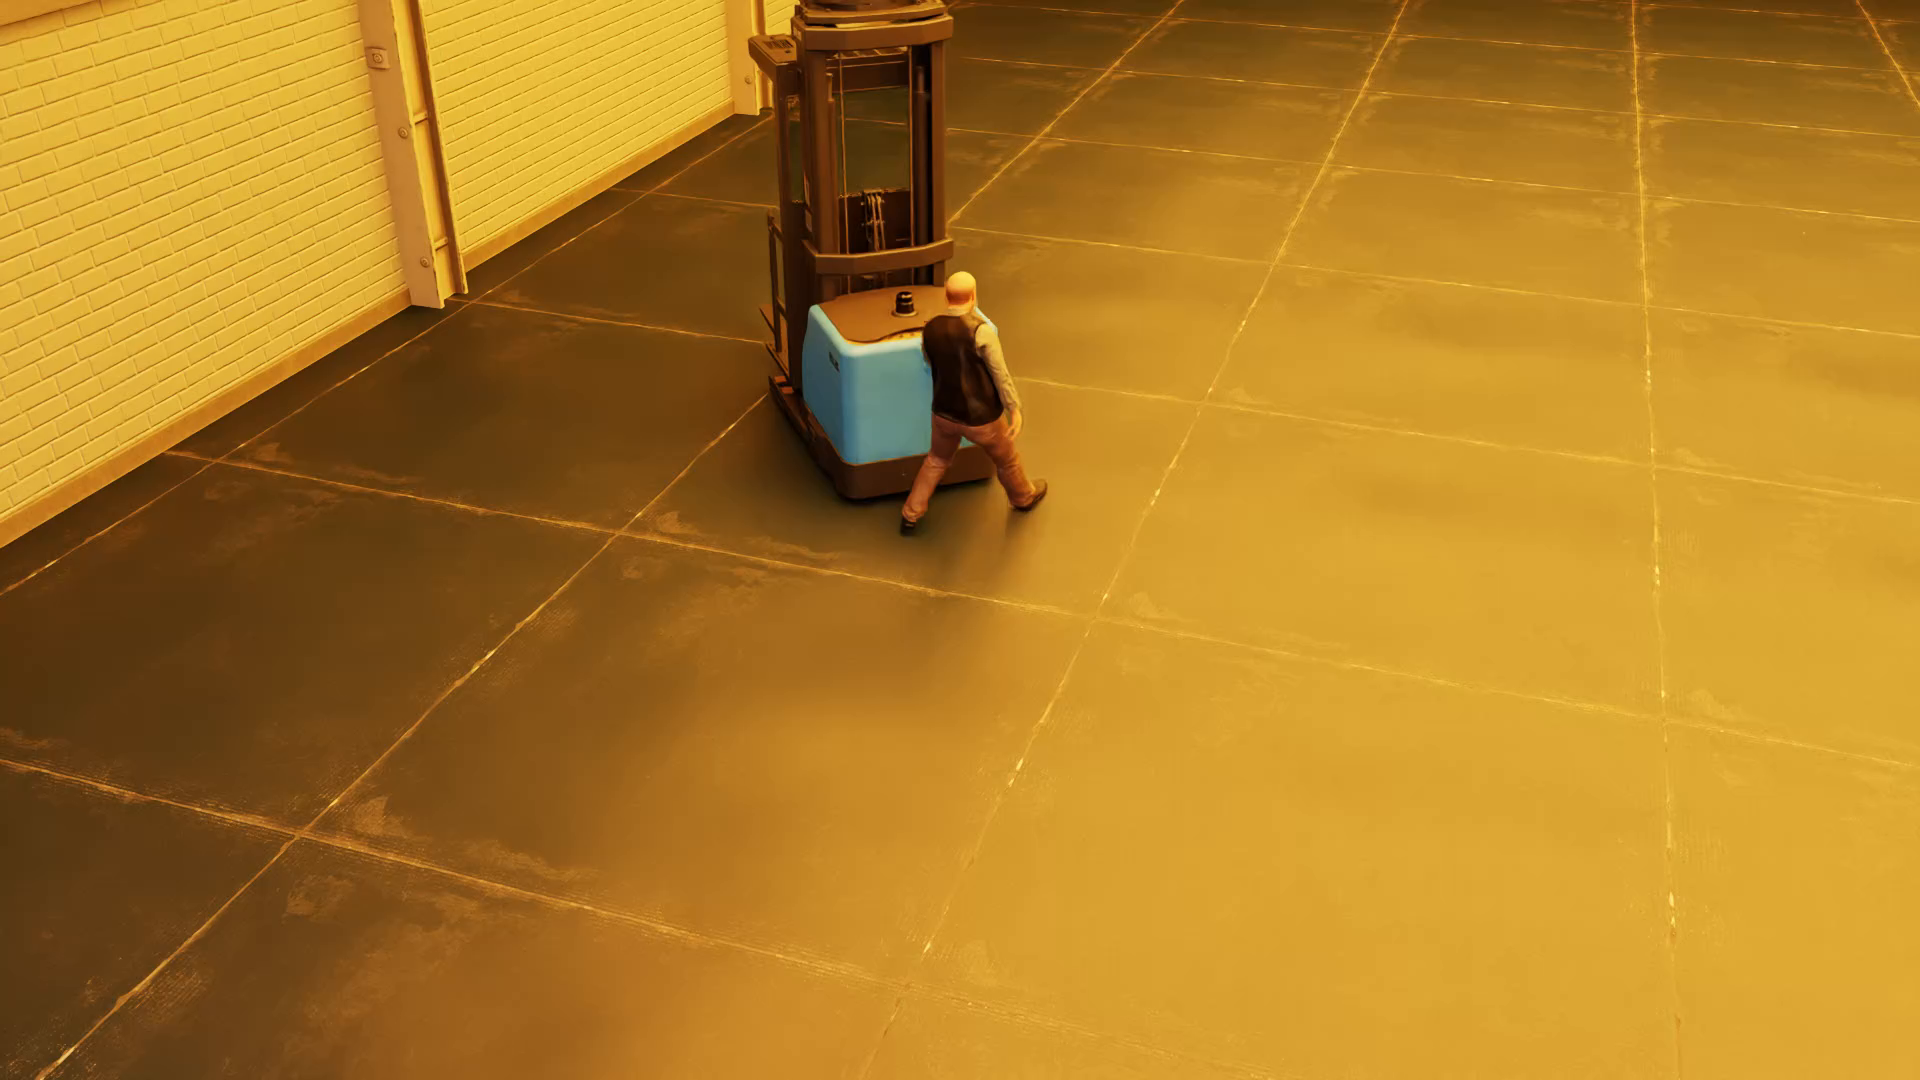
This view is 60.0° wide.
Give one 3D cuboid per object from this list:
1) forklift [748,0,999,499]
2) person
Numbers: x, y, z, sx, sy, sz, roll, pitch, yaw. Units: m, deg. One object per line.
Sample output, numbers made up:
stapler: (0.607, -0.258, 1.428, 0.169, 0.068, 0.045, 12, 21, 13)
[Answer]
forklift: (-0.720, -2.247, 11.077, 1.130, 2.935, 3.031, -10, 31, -17)
person: (0.125, -0.850, 9.992, 0.810, 1.653, 0.889, 19, 35, 30)
